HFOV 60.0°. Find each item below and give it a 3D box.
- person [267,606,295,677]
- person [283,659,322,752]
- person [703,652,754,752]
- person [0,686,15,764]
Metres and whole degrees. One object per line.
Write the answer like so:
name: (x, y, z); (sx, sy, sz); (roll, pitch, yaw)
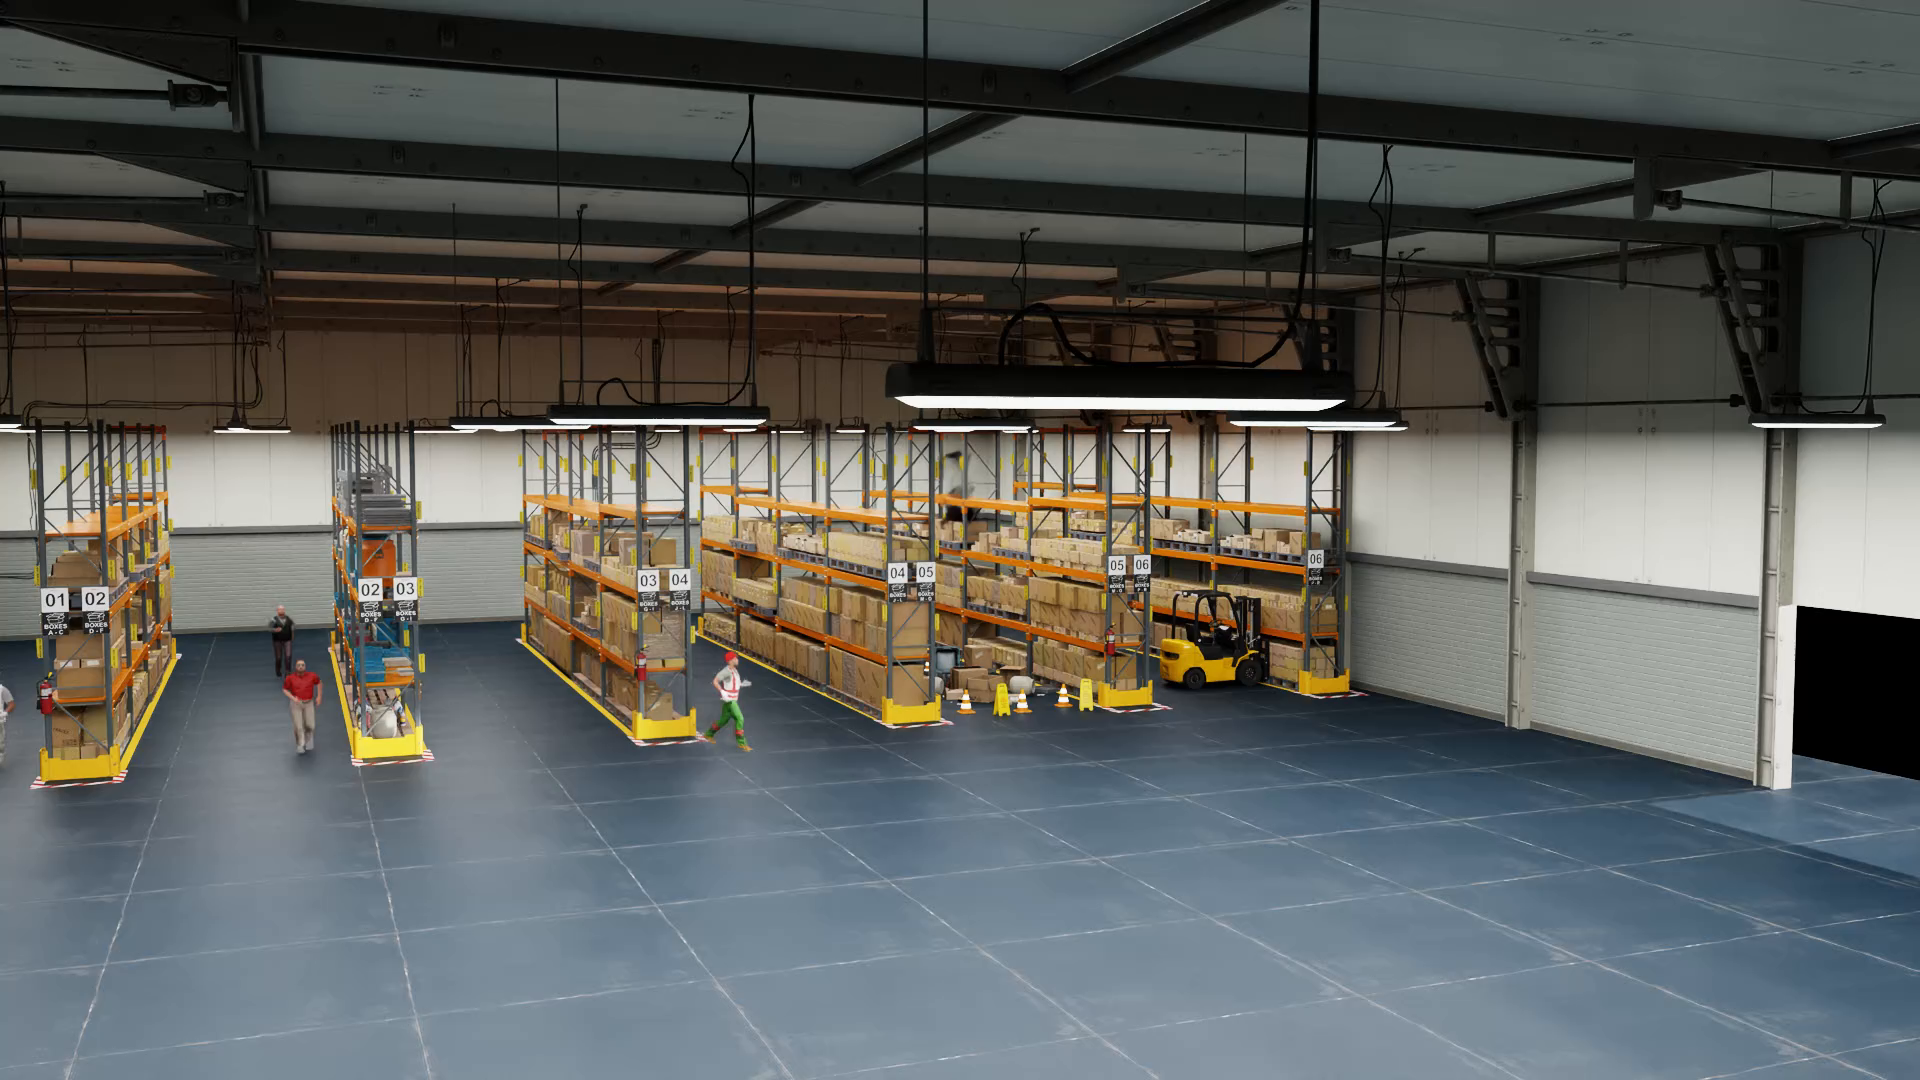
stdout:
person: (-15.892, 2.405, 38.982); (0.652, 1.742, 0.902); (-2, 4, -32)
person: (-11.849, 3.002, 30.019); (0.683, 1.689, 0.593); (-2, 4, -26)
person: (-4.225, 2.935, 30.204); (0.972, 1.812, 0.678); (0, 4, 5)
person: (-16.384, 3.079, 28.117); (0.717, 1.759, 0.885); (-2, 4, -24)
